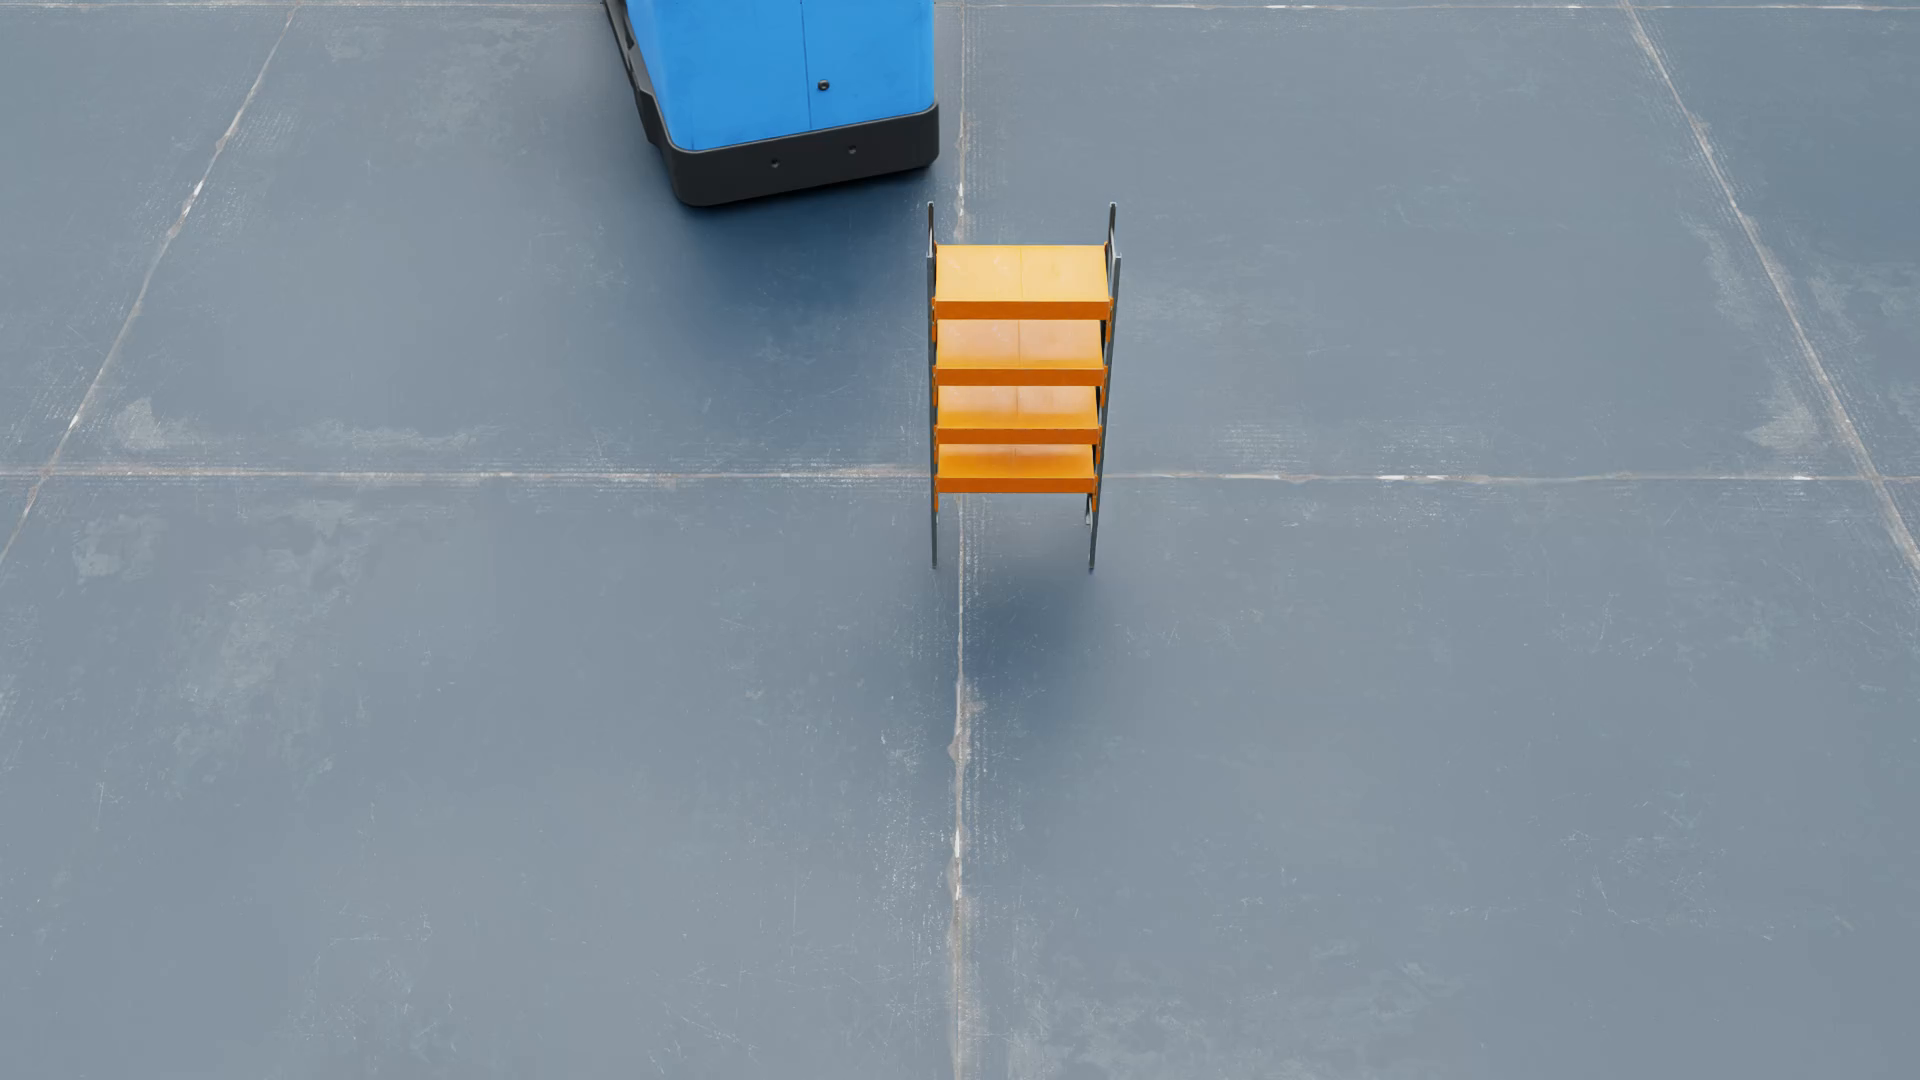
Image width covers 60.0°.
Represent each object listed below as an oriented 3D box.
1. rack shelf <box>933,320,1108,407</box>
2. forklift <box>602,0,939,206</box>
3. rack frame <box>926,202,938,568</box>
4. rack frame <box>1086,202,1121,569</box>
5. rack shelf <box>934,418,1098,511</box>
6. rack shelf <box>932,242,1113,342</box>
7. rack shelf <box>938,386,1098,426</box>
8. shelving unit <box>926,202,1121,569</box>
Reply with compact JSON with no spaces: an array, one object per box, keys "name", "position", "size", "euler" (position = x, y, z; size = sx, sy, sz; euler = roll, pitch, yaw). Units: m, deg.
[{"name":"rack shelf","position":[0.166,-0.515,4.696],"size":[0.480,0.148,0.258],"euler":[0,47,0]},{"name":"forklift","position":[-0.847,-2.969,6.055],"size":[1.129,2.867,1.939],"euler":[-13,48,-12]},{"name":"rack frame","position":[-0.078,-0.409,4.811],"size":[0.015,1.200,0.240],"euler":[0,47,0]},{"name":"rack frame","position":[0.410,-0.408,4.810],"size":[0.015,1.200,0.240],"euler":[0,47,0]},{"name":"rack shelf","position":[0.166,-0.227,5.005],"size":[0.480,0.148,0.258],"euler":[0,47,0]},{"name":"rack shelf","position":[0.166,-0.676,4.523],"size":[0.480,0.148,0.258],"euler":[0,47,0]},{"name":"rack shelf","position":[0.166,-0.389,4.831],"size":[0.457,0.050,0.221],"euler":[0,47,0]},{"name":"shelving unit","position":[0.166,-0.408,4.810],"size":[0.503,1.200,0.258],"euler":[0,47,0]}]
